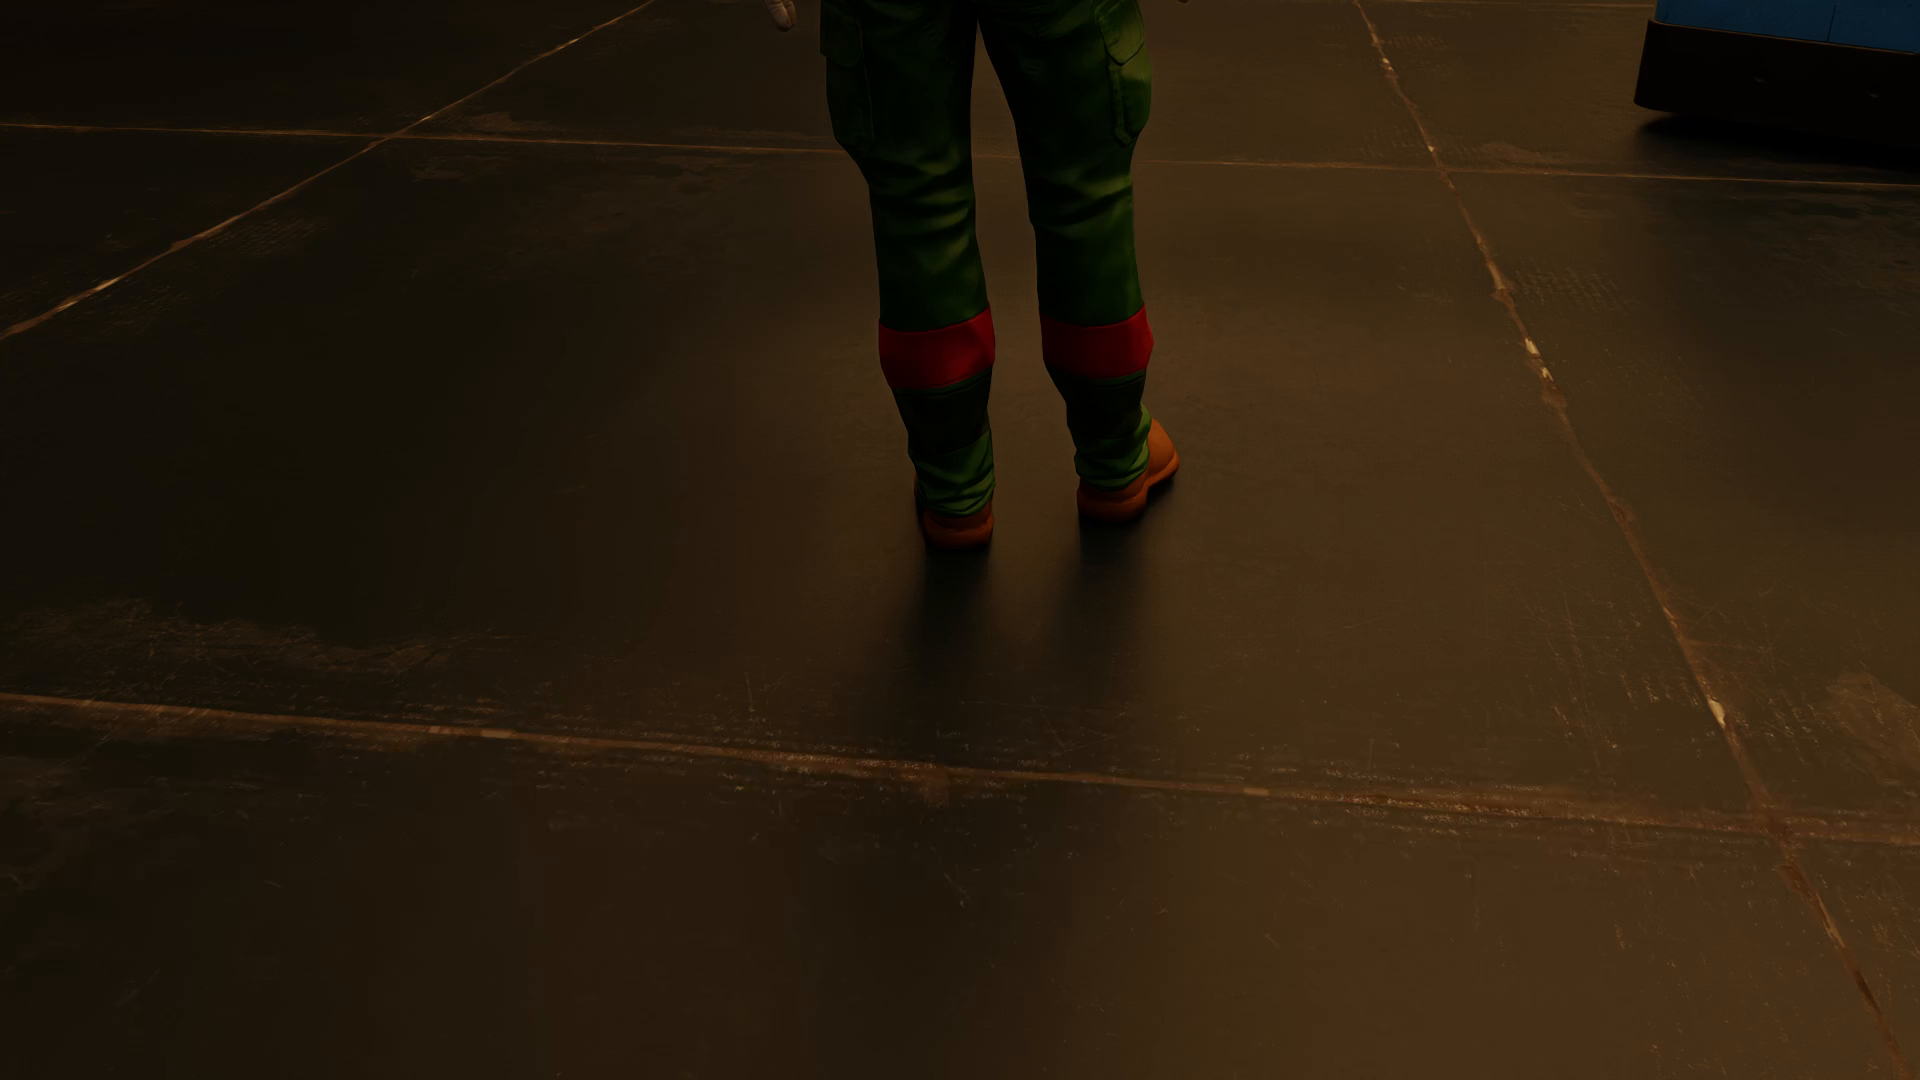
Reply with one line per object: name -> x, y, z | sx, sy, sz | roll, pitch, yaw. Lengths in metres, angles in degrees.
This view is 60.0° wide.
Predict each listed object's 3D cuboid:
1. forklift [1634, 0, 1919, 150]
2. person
forklift -> 3.386, -2.859, 4.947 | 1.130, 2.935, 3.031 | 23, 35, 38
person -> 0.023, -0.842, 2.167 | 0.637, 1.787, 0.564 | 3, 27, 7
